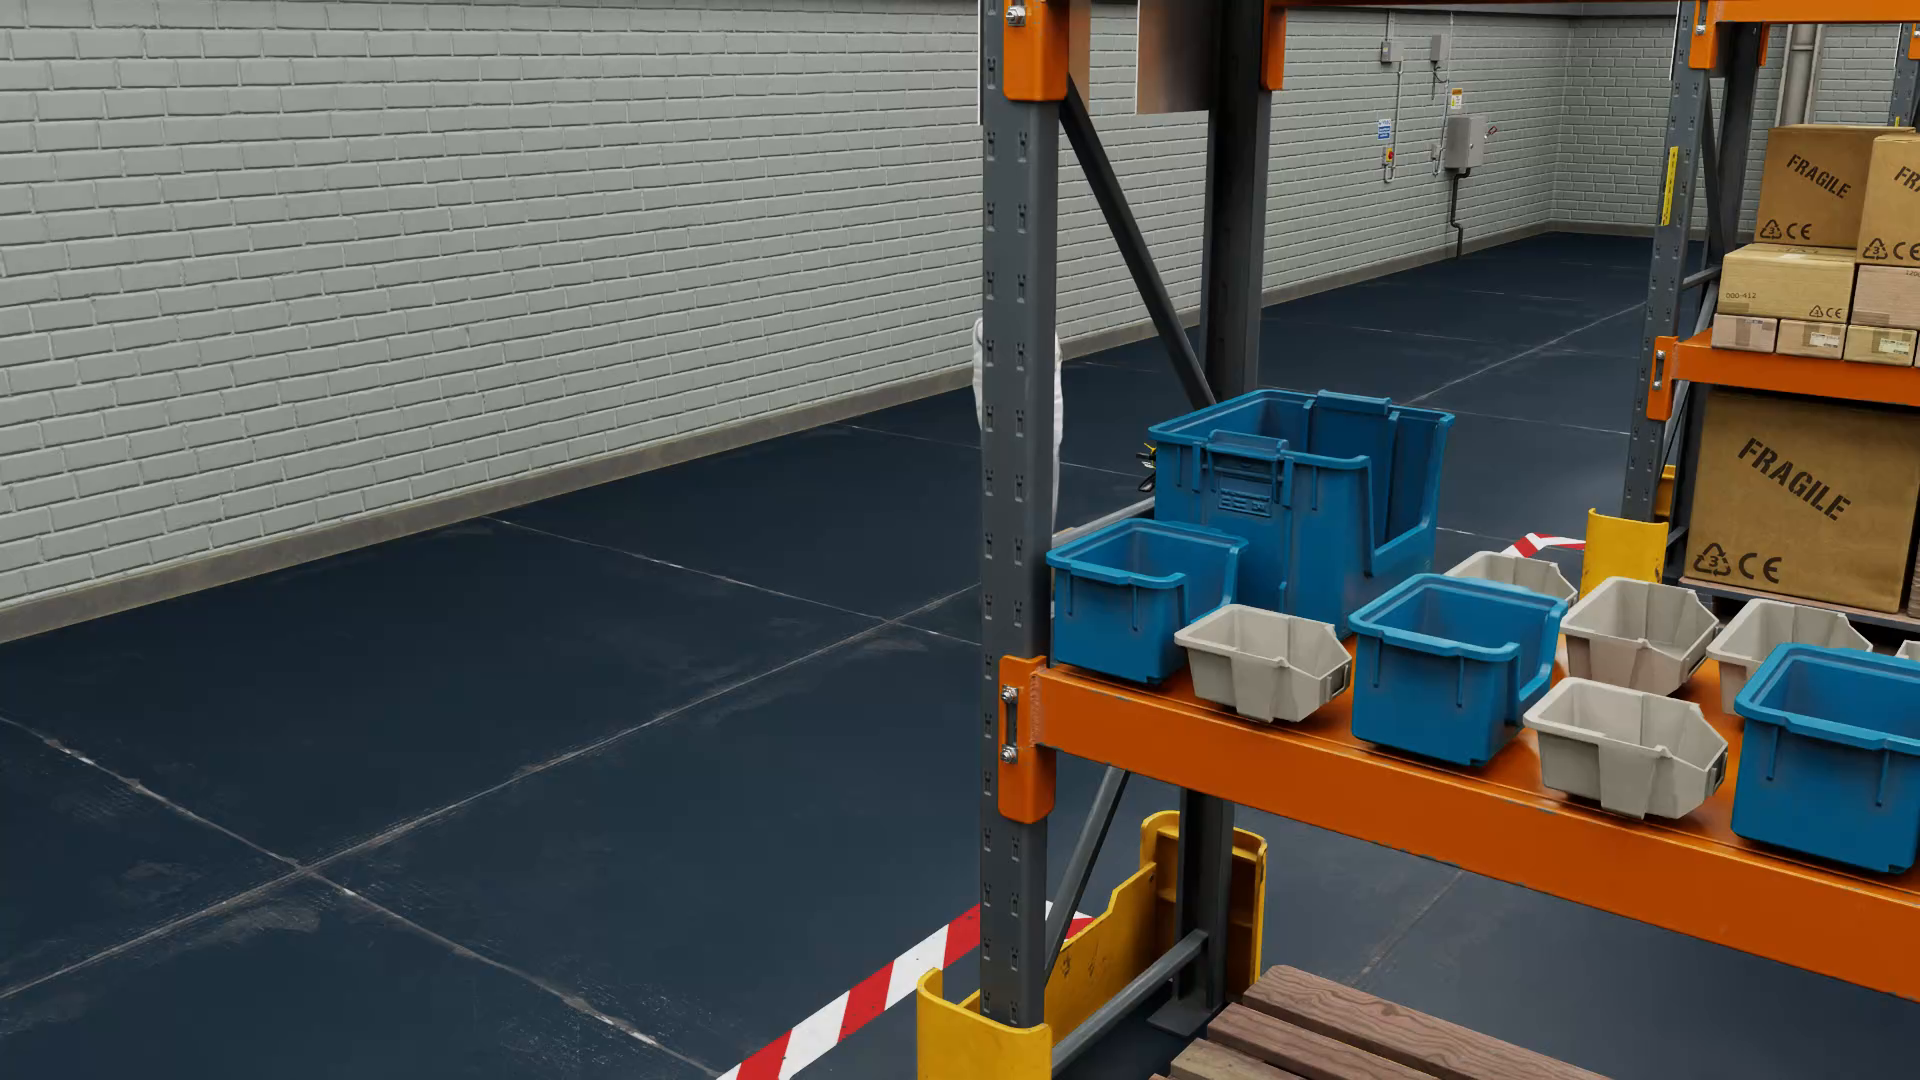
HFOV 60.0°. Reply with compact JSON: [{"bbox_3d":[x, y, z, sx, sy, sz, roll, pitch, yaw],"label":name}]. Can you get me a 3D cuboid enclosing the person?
[{"bbox_3d":[0.273,-0.462,7.601,0.469,1.669,0.328,13,21,36],"label":"person"}]
